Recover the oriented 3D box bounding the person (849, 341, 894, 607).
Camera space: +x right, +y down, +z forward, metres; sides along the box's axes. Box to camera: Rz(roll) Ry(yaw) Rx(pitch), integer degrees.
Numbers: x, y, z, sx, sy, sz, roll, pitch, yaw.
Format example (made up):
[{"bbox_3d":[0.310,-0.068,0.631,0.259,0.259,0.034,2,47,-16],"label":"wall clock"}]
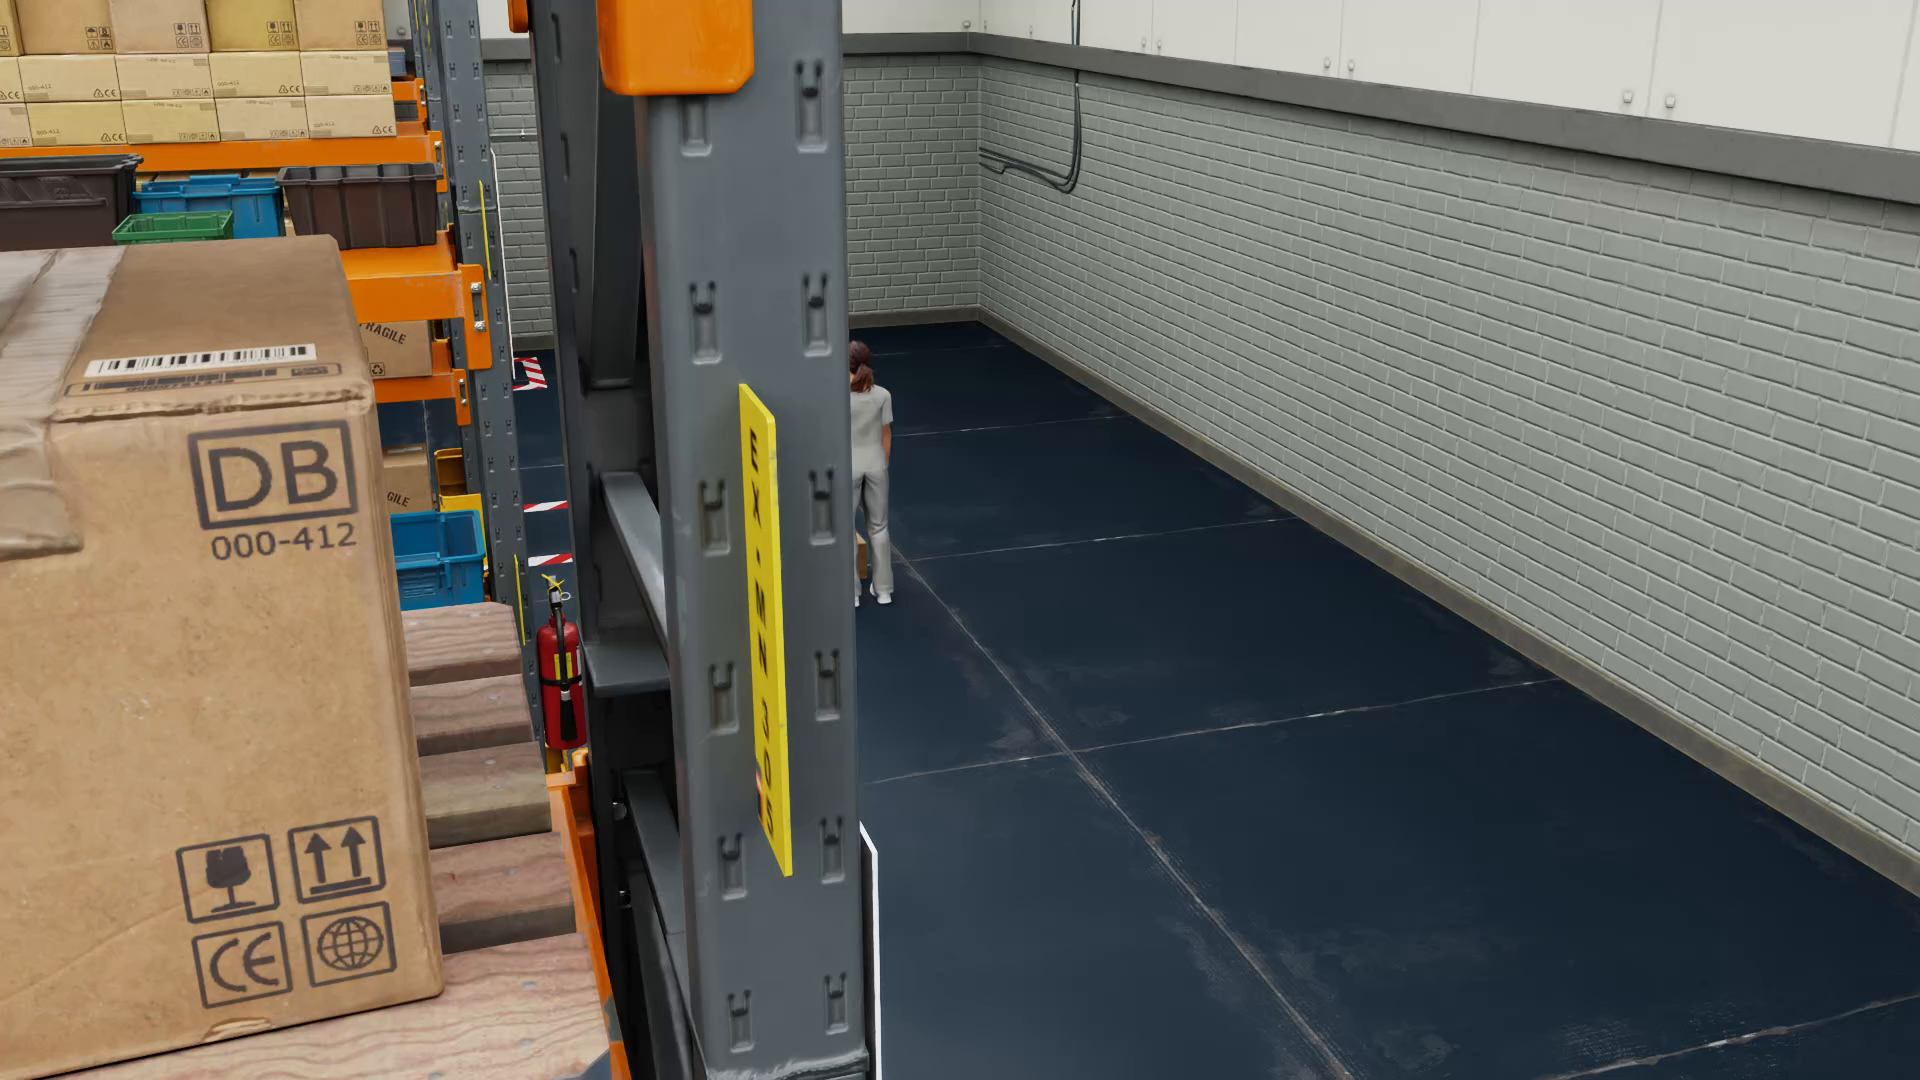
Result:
[{"bbox_3d":[-0.625,-0.403,10.229,0.440,1.673,0.361,-6,20,-16],"label":"person"}]
